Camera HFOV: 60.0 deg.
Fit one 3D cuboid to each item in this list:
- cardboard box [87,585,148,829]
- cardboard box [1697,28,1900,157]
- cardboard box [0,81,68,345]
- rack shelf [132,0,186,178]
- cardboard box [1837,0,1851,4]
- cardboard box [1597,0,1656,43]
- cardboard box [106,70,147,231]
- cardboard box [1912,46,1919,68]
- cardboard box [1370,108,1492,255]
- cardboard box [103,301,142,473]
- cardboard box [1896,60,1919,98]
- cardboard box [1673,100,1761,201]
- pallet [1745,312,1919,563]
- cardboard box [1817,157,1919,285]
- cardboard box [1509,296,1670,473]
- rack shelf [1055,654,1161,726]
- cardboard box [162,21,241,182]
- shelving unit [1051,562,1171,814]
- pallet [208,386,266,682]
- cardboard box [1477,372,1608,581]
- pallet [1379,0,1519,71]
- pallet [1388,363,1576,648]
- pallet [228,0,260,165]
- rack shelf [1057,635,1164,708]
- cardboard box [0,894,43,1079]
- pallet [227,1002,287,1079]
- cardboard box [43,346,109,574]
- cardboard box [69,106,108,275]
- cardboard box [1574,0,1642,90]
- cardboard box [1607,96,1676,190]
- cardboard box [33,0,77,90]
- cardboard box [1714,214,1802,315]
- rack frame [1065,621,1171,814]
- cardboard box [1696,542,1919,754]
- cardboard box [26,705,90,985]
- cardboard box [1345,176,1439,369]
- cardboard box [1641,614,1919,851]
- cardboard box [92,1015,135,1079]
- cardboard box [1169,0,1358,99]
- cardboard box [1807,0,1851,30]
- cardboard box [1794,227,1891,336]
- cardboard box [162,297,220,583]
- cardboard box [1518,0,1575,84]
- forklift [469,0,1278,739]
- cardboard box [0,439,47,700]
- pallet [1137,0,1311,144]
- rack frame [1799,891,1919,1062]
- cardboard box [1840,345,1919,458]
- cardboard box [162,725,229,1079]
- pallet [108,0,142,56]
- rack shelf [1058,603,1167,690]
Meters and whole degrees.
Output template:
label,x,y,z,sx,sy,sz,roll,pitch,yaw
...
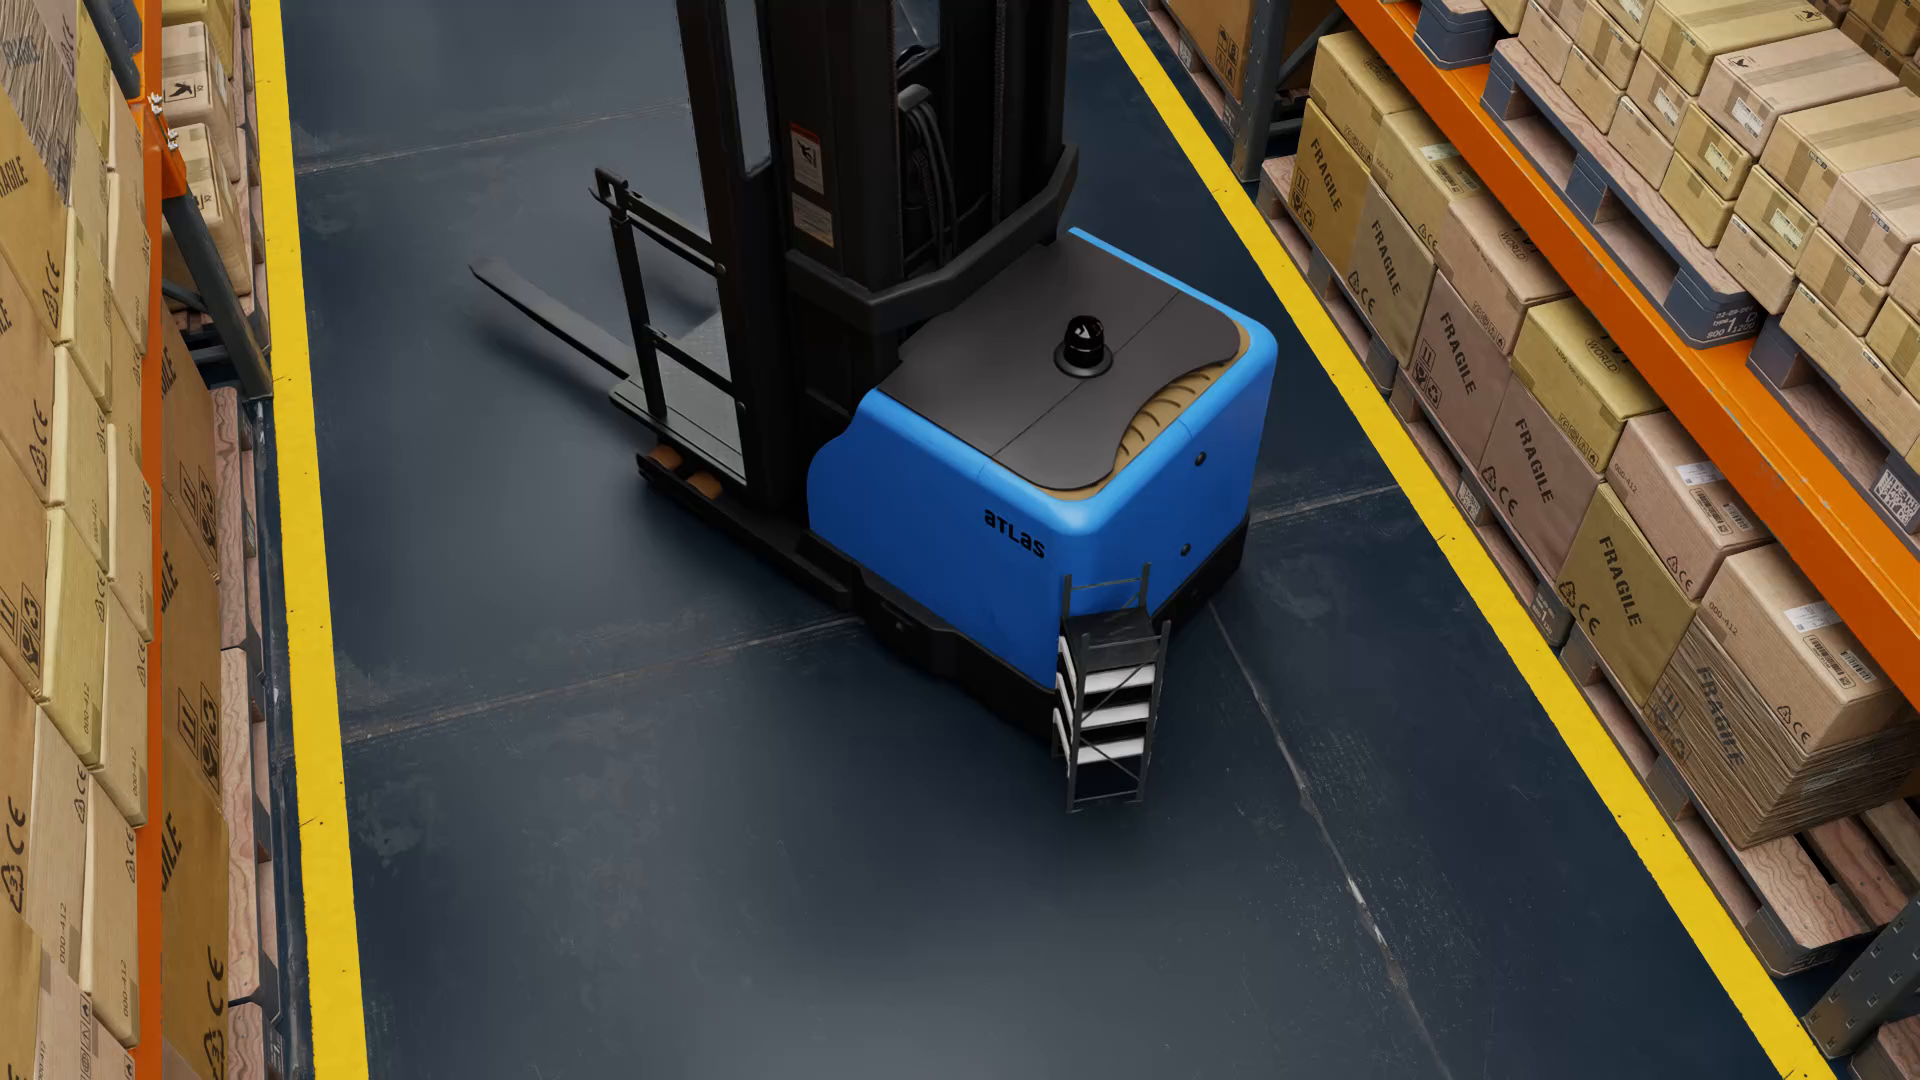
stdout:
label,x,y,z,sx,sy,sz,roll,pitch,yaw
cardboard box,-2.037,0.405,3.544,0.500,0.250,0.500,-14,51,-11
cardboard box,2.140,-1.147,4.255,0.380,0.149,0.250,-15,52,-13
cardboard box,-2.349,-0.727,3.681,0.500,0.500,0.500,-13,51,-11
rack shelf,-3.643,-2.657,6.498,1.077,0.370,4.000,-13,51,-11
cardboard box,2.610,-1.668,4.695,0.380,0.149,0.250,-11,51,-9
cardboard box,1.989,-1.526,4.575,0.380,0.149,0.250,-12,51,-10
cardboard box,-2.654,-1.069,4.787,0.500,0.250,0.500,-15,51,-12
cardboard box,2.770,-1.281,4.369,0.380,0.149,0.250,-12,51,-10
cardboard box,1.770,-1.263,5.723,0.500,0.250,0.500,-14,51,-11
cardboard box,-2.354,-0.328,4.163,0.500,0.250,0.500,-14,51,-11
cardboard box,2.760,-1.199,4.494,0.380,0.149,0.250,-14,51,-12
cardboard box,2.130,-1.058,4.375,0.380,0.149,0.250,-13,51,-11
pallet,2.743,-0.229,4.106,1.003,0.211,1.213,-13,51,-11
cardboard box,2.292,-0.771,3.939,0.380,0.149,0.250,-13,51,-11
cardboard box,2.059,-0.519,5.095,0.500,0.250,0.500,-15,52,-13
rack shelf,0.420,0.409,4.742,0.258,0.077,0.200,-8,50,-7
cardboard box,-3.435,-1.668,6.639,0.950,0.372,0.625,-14,51,-12
shelving unit,0.420,0.446,4.785,0.258,0.900,0.210,-8,50,-7
pallet,-2.890,0.064,5.558,1.003,0.211,1.213,-13,51,-11
cardboard box,2.072,-0.263,5.370,0.500,0.500,0.500,-14,51,-12
pallet,1.960,-2.063,5.652,1.213,0.211,1.003,-13,51,-11
pallet,2.234,-0.262,5.832,1.003,0.211,1.213,-13,51,-11
pallet,-3.638,-1.990,7.289,1.003,0.211,1.213,-13,51,-11
rack shelf,0.420,0.351,4.673,0.258,0.077,0.200,-8,50,-7
cardboard box,-1.724,0.753,2.434,0.500,0.500,0.500,-13,51,-11
pallet,-2.169,1.846,4.056,1.003,0.211,1.213,-13,51,-11
cardboard box,-2.186,-0.122,3.662,0.500,0.250,0.500,-15,51,-12
cardboard box,-2.510,-0.871,4.293,0.500,0.250,0.500,-14,51,-12
cardboard box,1.981,-1.432,4.691,0.380,0.149,0.250,-14,51,-11
cardboard box,2.056,-1.145,4.643,0.380,0.149,0.250,-15,51,-12
cardboard box,-2.649,-1.464,4.303,0.500,0.500,0.500,-15,51,-12
cardboard box,2.213,-0.756,4.315,0.380,0.149,0.250,-15,52,-13
rack frame,0.439,0.522,4.721,0.240,0.900,0.006,-8,50,-7
cardboard box,2.368,0.242,4.453,0.500,0.250,0.500,-15,51,-12
cardboard box,-1.910,0.621,3.035,0.500,0.250,0.500,-13,51,-10
cardboard box,1.765,-1.010,6.000,0.500,0.500,0.500,-13,51,-11
cardboard box,2.371,0.487,4.737,0.500,0.500,0.500,-14,51,-12
cardboard box,-1.747,1.161,2.907,0.500,0.250,0.500,-14,51,-12
cardboard box,1.553,-2.496,7.089,1.050,0.750,0.750,-14,51,-11
cardboard box,2.612,-1.572,4.808,0.380,0.149,0.250,-12,51,-10
cardboard box,2.289,-0.668,4.047,0.380,0.149,0.250,-15,51,-12
cardboard box,-2.927,-0.355,5.202,0.875,0.875,0.875,-14,51,-11
cardboard box,1.908,-1.519,4.958,0.380,0.149,0.250,-12,51,-10
forklift,-0.502,-1.301,4.929,3.031,2.935,1.130,33,57,25
cardboard box,-2.047,0.021,3.051,0.500,0.500,0.500,-14,51,-12
pallet,1.486,-2.315,7.563,1.003,0.211,1.213,-13,51,-11
rack frame,2.830,0.301,3.535,1.000,3.000,0.127,-13,51,-11
cardboard box,2.374,-0.371,3.991,0.380,0.149,0.250,-13,51,-11
cardboard box,-2.403,0.950,4.102,0.875,0.875,0.875,-12,51,-10
pallet,-3.364,-1.862,5.484,1.213,0.211,1.003,-13,51,-11
rack shelf,0.420,0.293,4.605,0.258,0.077,0.200,-8,50,-7
